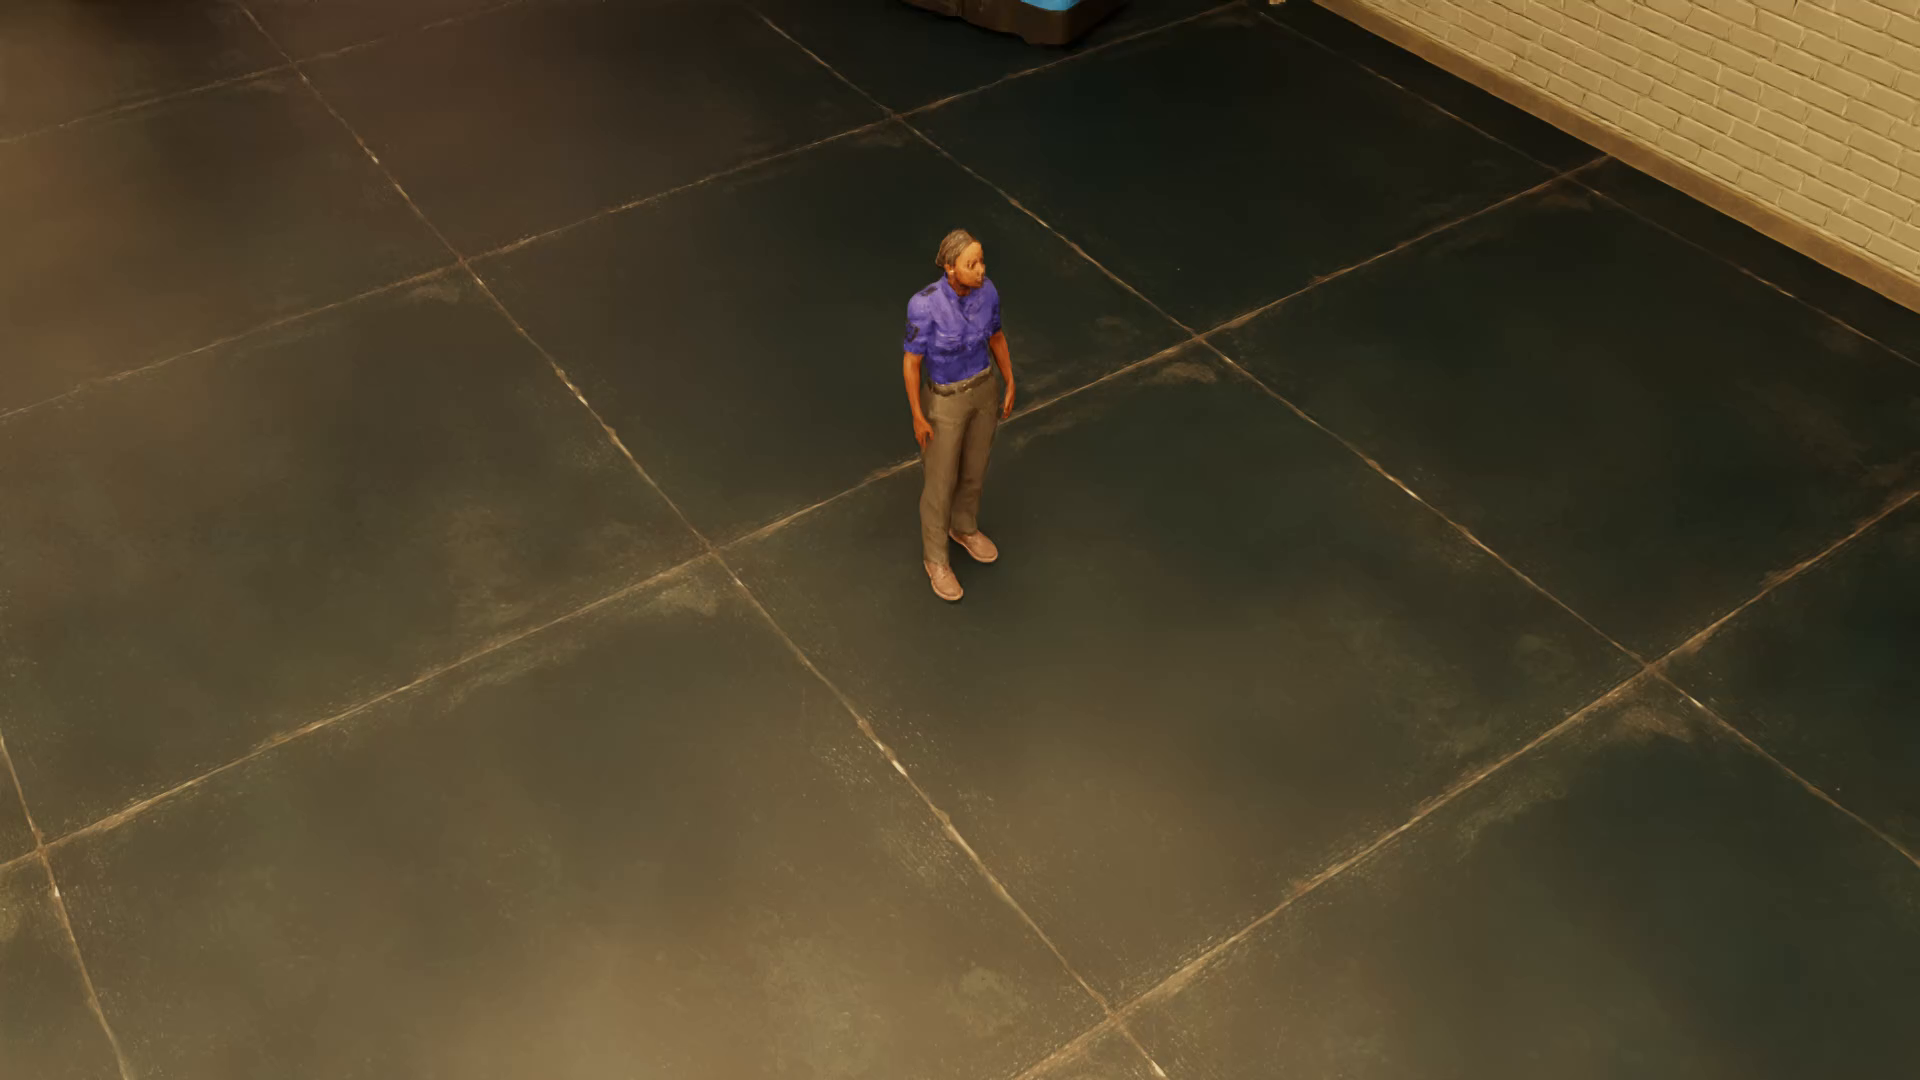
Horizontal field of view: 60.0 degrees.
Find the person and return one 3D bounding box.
[{"bbox_3d":[0.034,-0.557,7.252,0.570,1.654,0.503,-25,48,-25],"label":"person"}]

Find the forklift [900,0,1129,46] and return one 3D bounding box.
[{"bbox_3d":[-0.244,-5.290,11.456,3.031,2.935,1.130,25,48,25],"label":"forklift"}]
